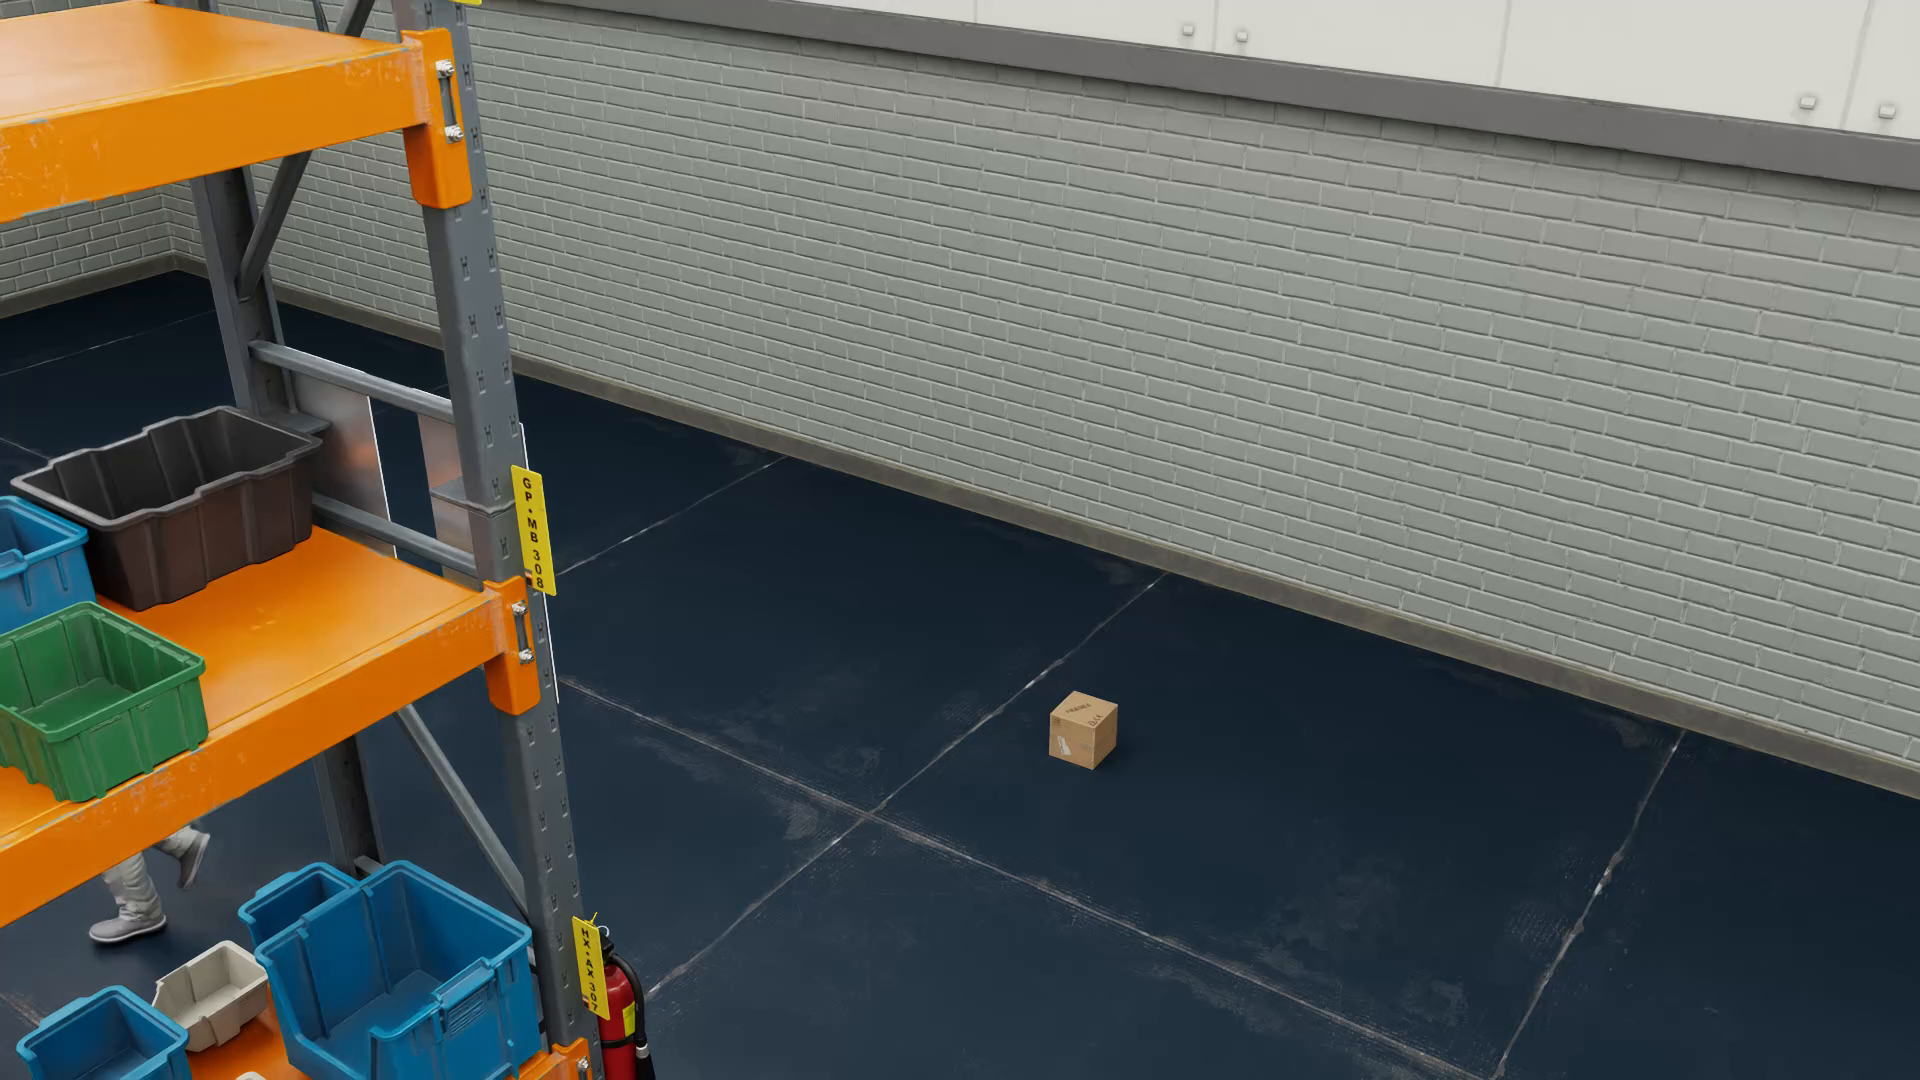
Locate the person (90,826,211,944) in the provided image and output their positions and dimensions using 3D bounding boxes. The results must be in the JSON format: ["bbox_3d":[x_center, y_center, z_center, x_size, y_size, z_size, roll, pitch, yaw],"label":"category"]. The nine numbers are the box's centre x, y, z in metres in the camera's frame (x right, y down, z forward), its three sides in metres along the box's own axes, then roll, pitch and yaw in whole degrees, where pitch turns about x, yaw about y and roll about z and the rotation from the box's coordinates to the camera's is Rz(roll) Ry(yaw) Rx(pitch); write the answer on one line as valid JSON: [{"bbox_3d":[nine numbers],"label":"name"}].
[{"bbox_3d":[-3.473,0.893,6.827,0.513,1.650,0.487,-8,28,-15],"label":"person"}]
